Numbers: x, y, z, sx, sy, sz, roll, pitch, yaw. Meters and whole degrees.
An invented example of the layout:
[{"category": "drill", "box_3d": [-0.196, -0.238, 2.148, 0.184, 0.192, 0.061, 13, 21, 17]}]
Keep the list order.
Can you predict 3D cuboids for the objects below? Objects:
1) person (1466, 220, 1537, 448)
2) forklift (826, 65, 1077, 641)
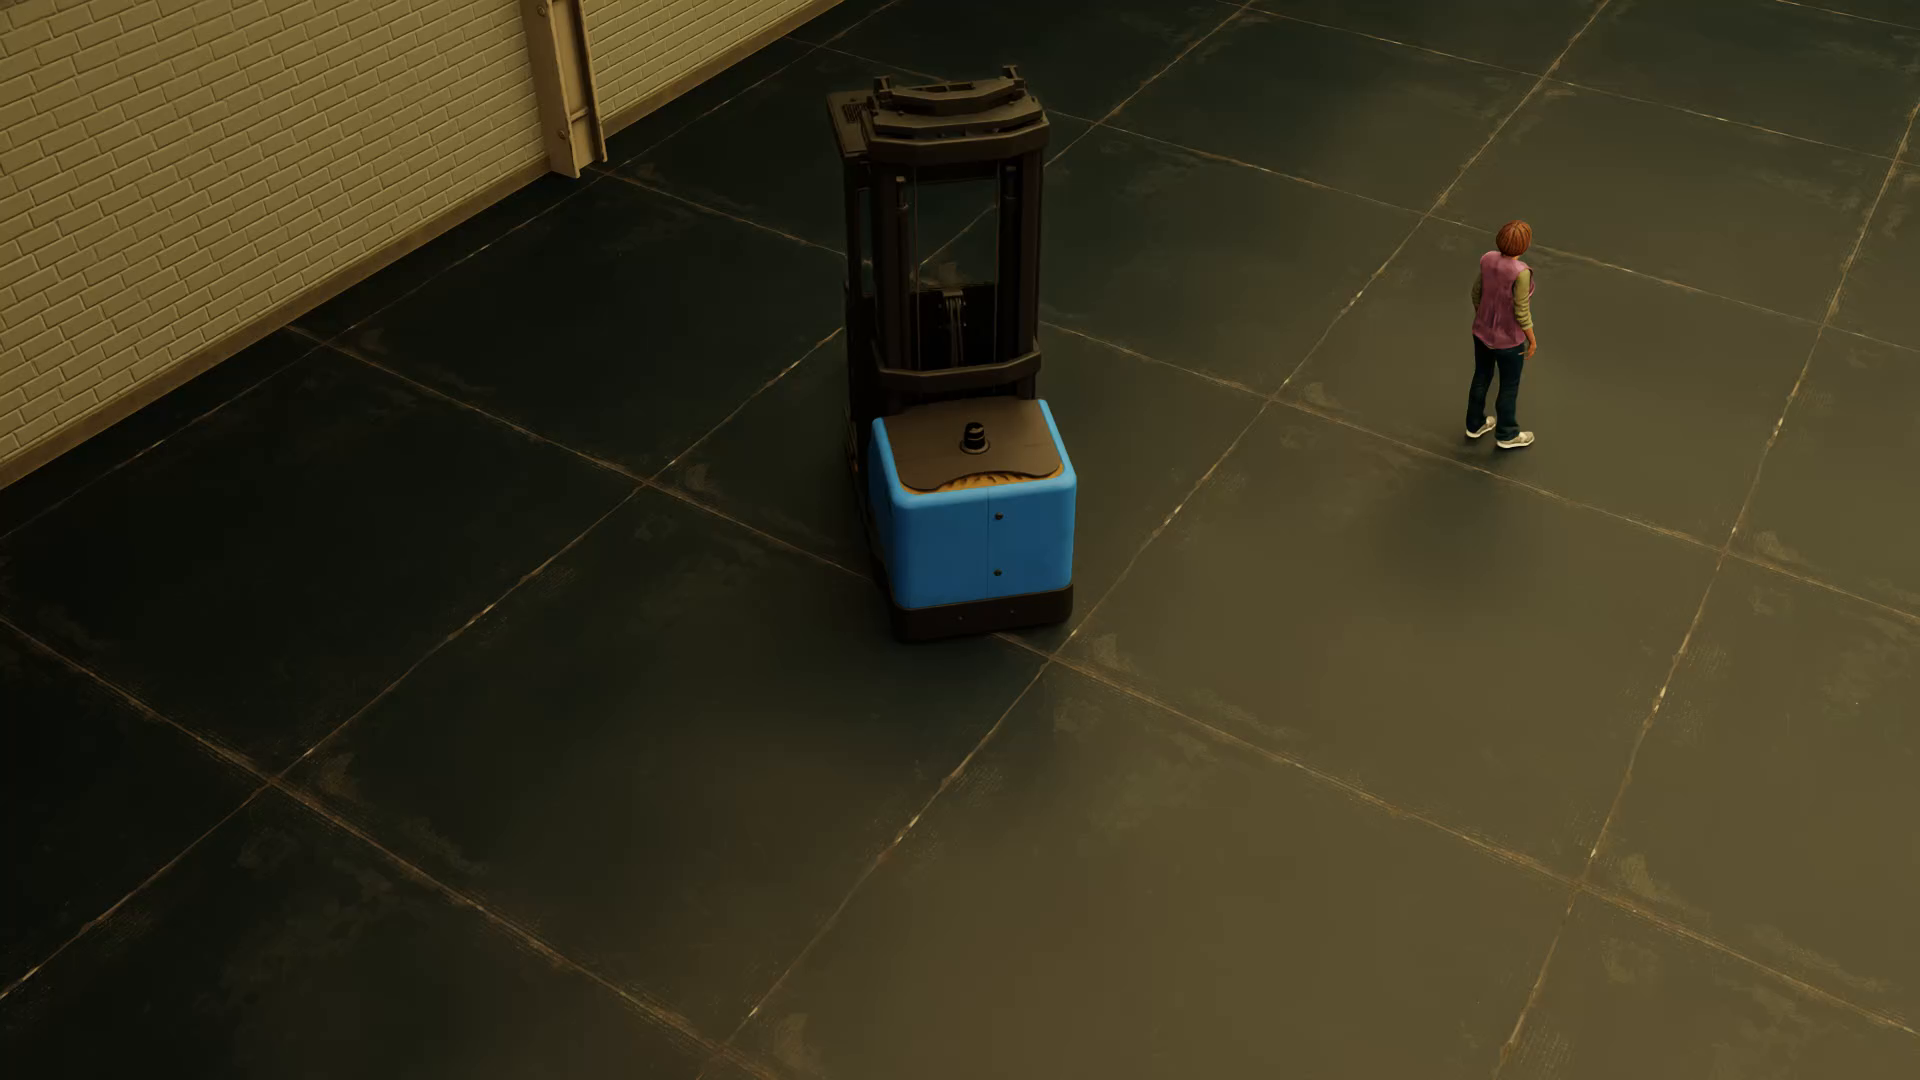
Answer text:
[{"category": "person", "box_3d": [3.479, -1.315, 10.553, 0.470, 1.585, 0.515, -21, 44, -23]}, {"category": "forklift", "box_3d": [-0.136, -1.503, 9.741, 1.130, 2.935, 3.031, -7, 41, -8]}]
